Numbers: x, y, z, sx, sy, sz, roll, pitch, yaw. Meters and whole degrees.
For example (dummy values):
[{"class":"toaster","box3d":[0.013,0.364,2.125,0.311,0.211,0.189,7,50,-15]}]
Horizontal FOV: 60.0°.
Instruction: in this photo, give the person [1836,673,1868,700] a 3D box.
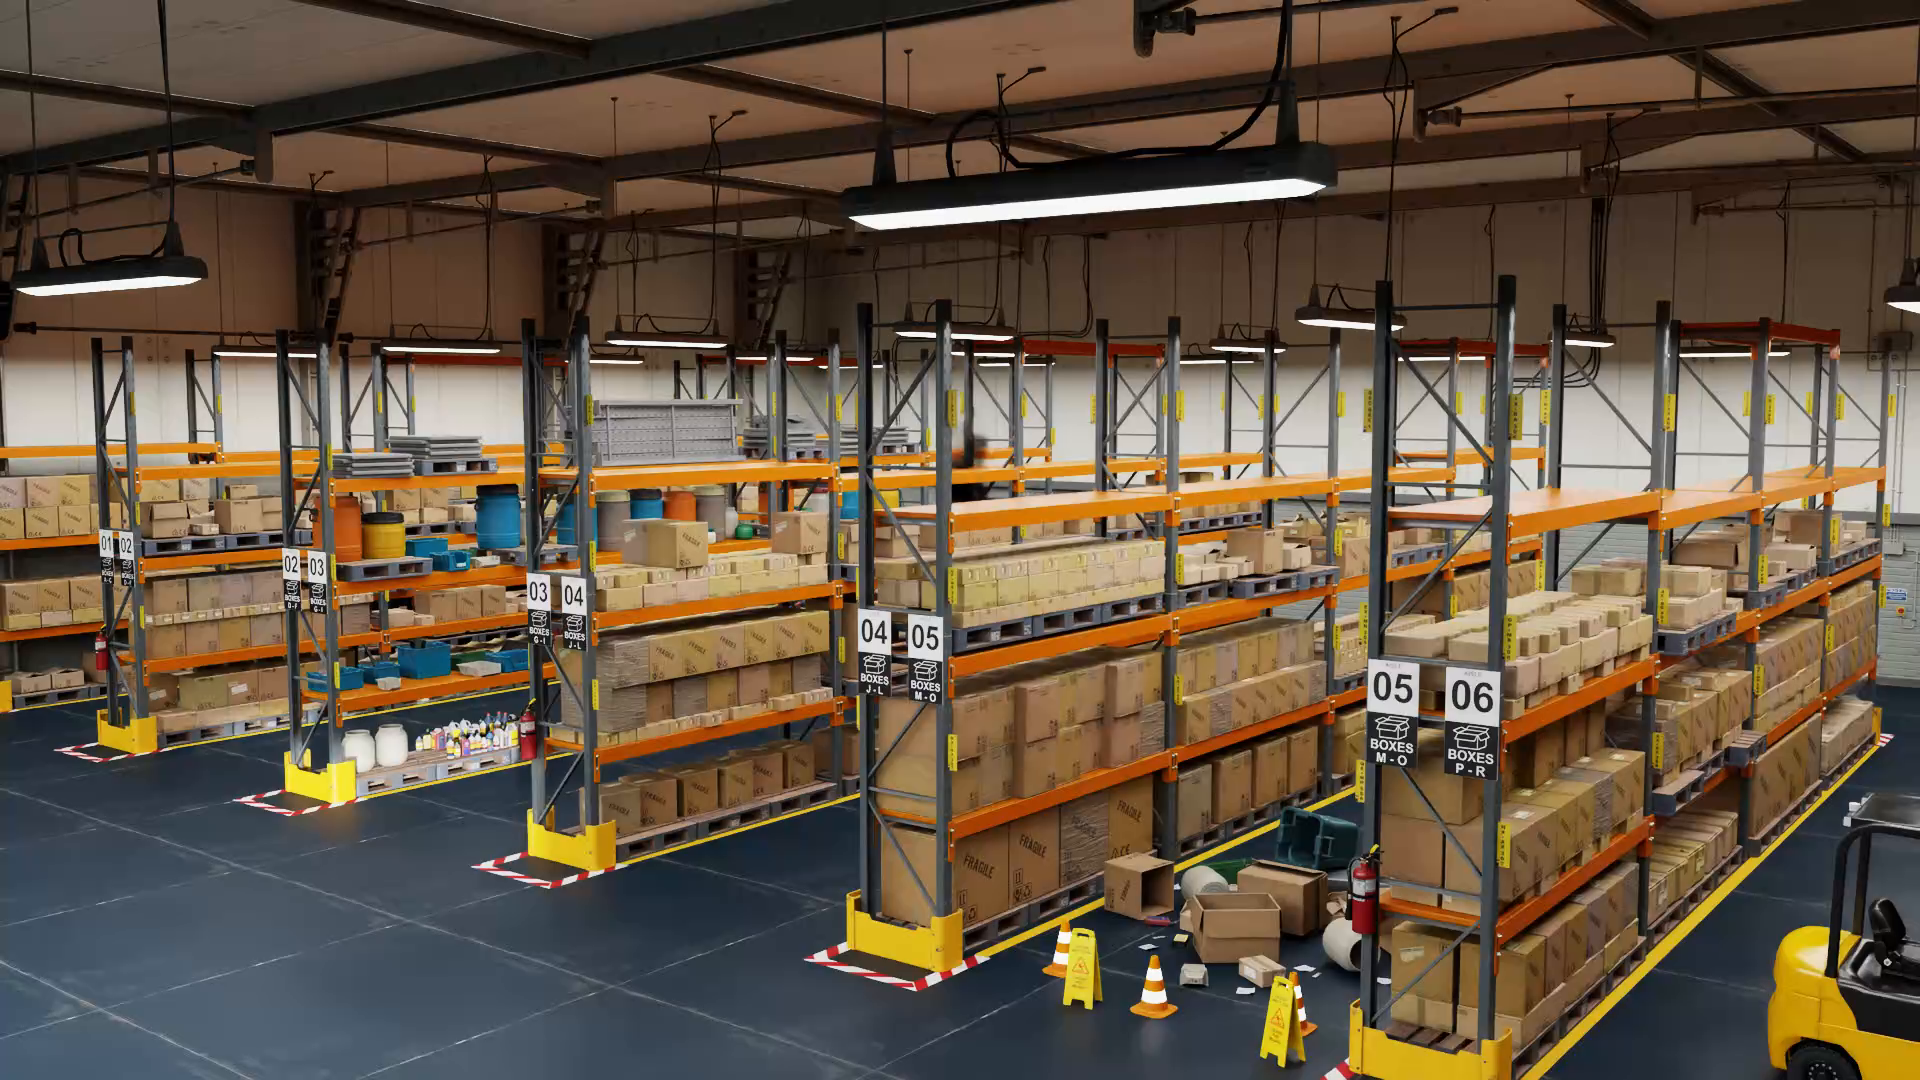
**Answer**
[{"class":"person","box3d":[13.964,2.114,25.943,0.647,1.635,0.525,-2,6,-26]}]
